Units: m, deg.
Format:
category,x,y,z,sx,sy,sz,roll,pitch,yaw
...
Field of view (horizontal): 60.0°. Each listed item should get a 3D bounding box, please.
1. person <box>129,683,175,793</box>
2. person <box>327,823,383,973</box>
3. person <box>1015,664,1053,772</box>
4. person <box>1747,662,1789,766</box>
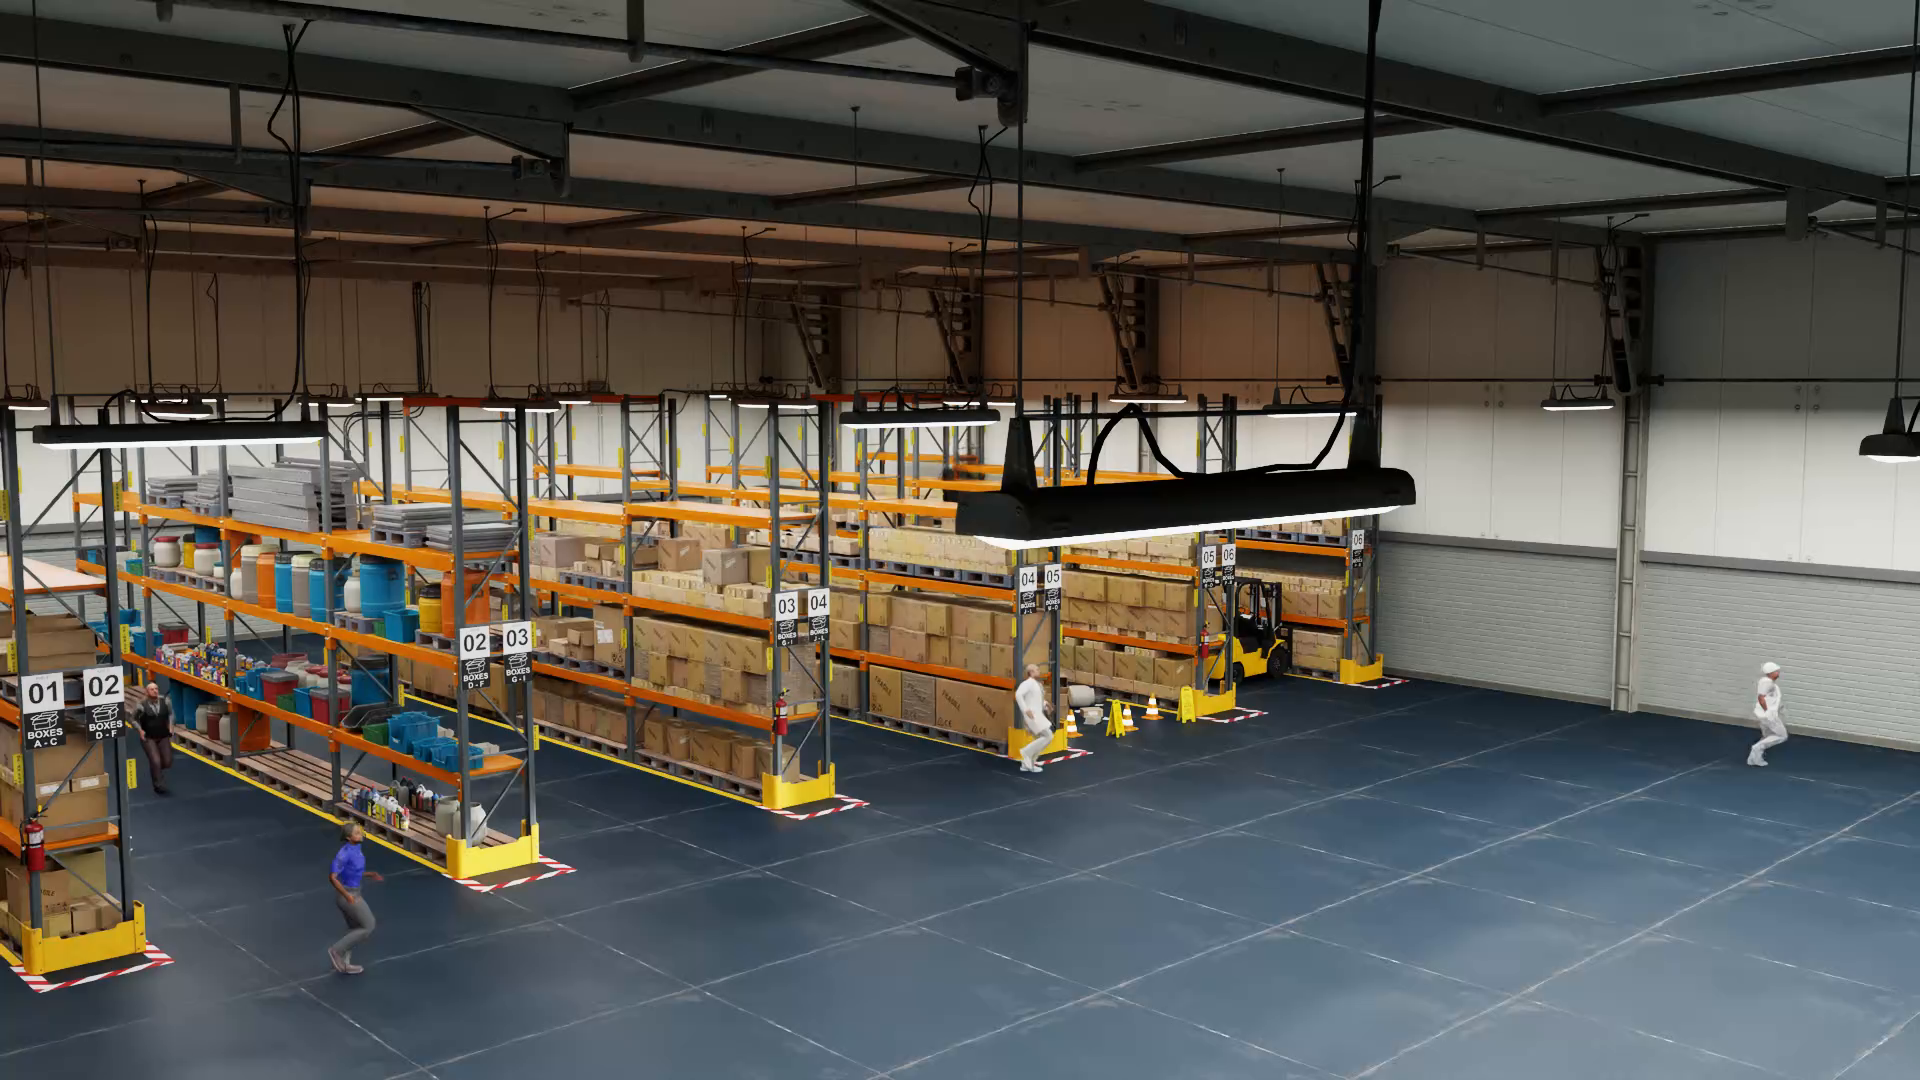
category,x,y,z,sx,sy,sz,roll,pitch,yaw
person,-12.368,3.029,25.519,0.652,1.678,0.640,-5,8,-43
person,-6.459,3.814,17.759,0.565,1.623,0.564,-1,6,-15
person,1.225,2.876,26.949,0.594,1.724,0.749,1,6,9
person,13.241,2.850,27.189,0.601,1.715,0.631,2,6,16
